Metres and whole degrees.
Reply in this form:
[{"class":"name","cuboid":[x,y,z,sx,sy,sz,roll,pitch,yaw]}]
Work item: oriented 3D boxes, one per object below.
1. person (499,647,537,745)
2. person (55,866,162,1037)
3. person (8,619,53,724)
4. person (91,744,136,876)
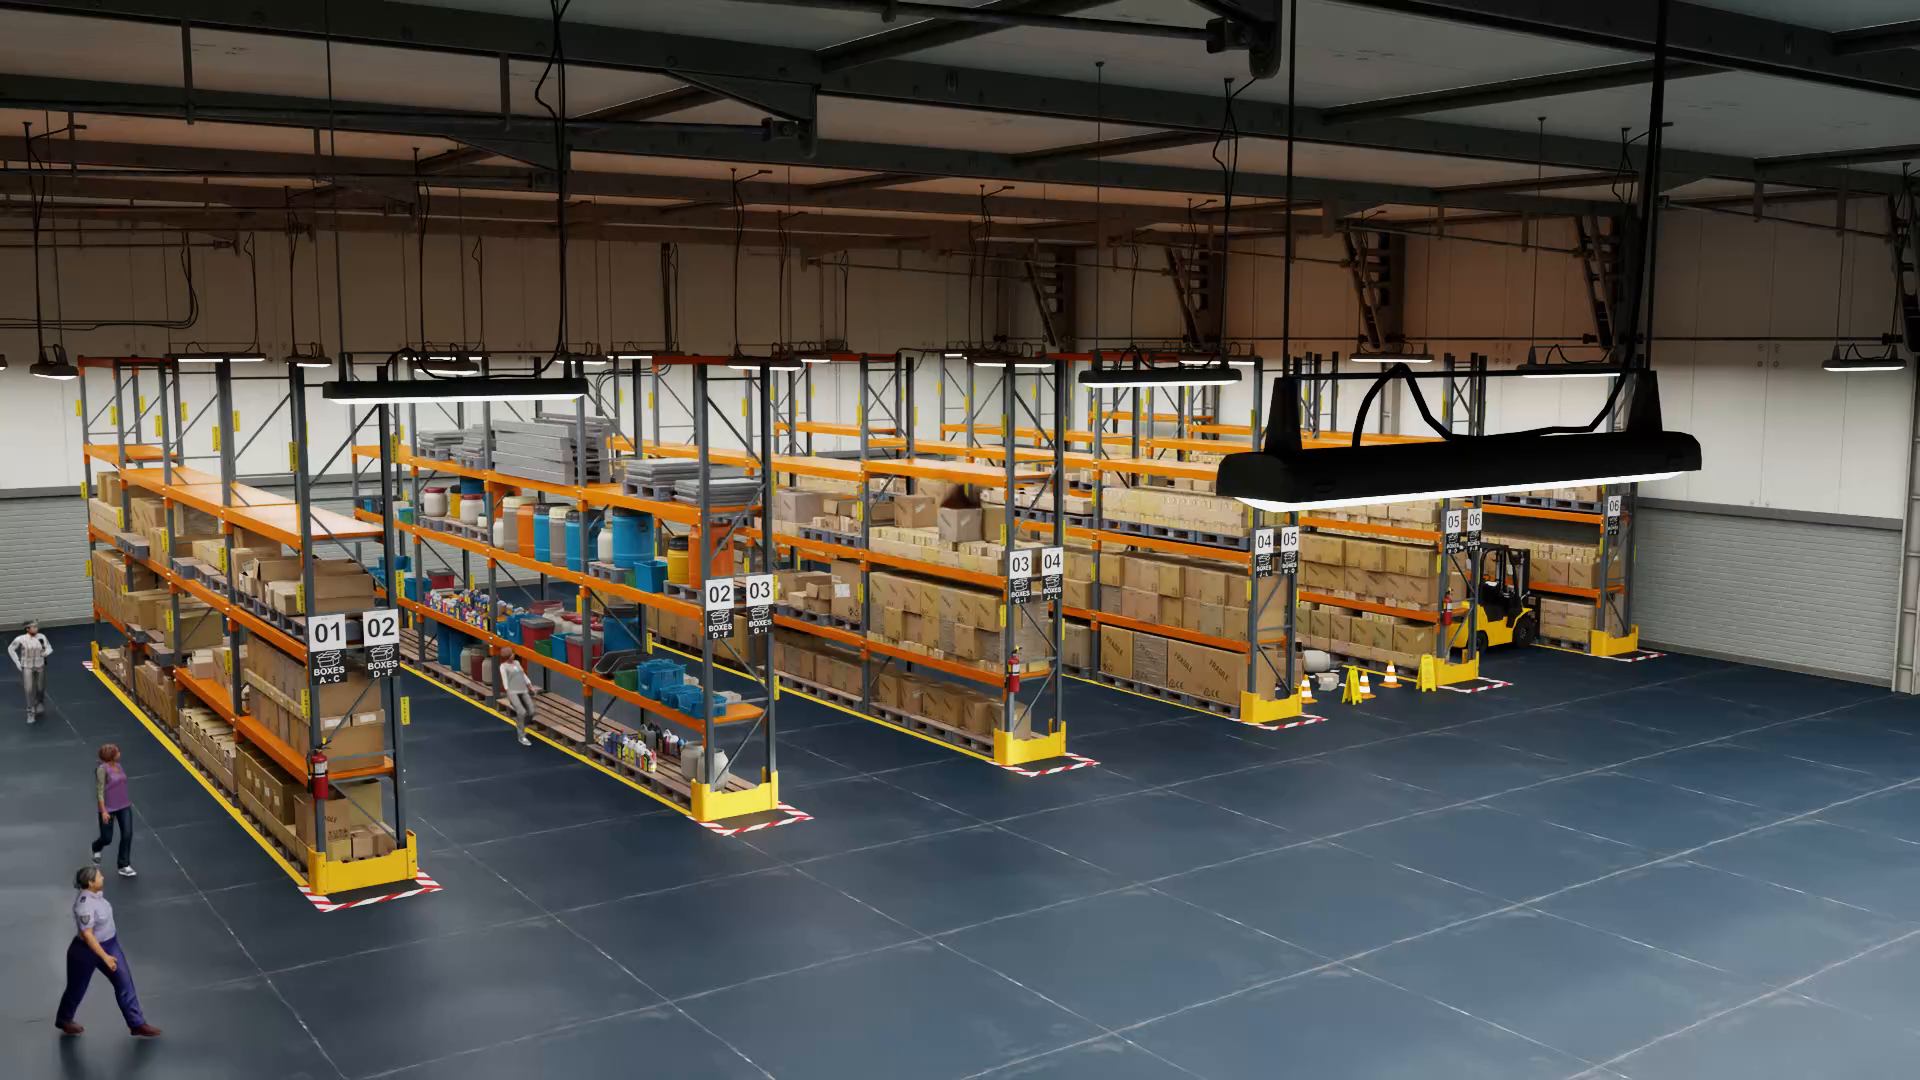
[{"class":"person","cuboid":[-6.934,2.436,26.152,0.608,1.512,0.438,6,9,41]},{"class":"person","cuboid":[-7.770,3.710,14.996,1.045,1.574,0.444,3,8,24]},{"class":"person","cuboid":[-15.451,2.152,27.686,0.655,1.731,0.804,-4,8,-31]},{"class":"person","cuboid":[-10.037,3.170,19.666,0.669,1.573,0.417,6,9,40]}]
